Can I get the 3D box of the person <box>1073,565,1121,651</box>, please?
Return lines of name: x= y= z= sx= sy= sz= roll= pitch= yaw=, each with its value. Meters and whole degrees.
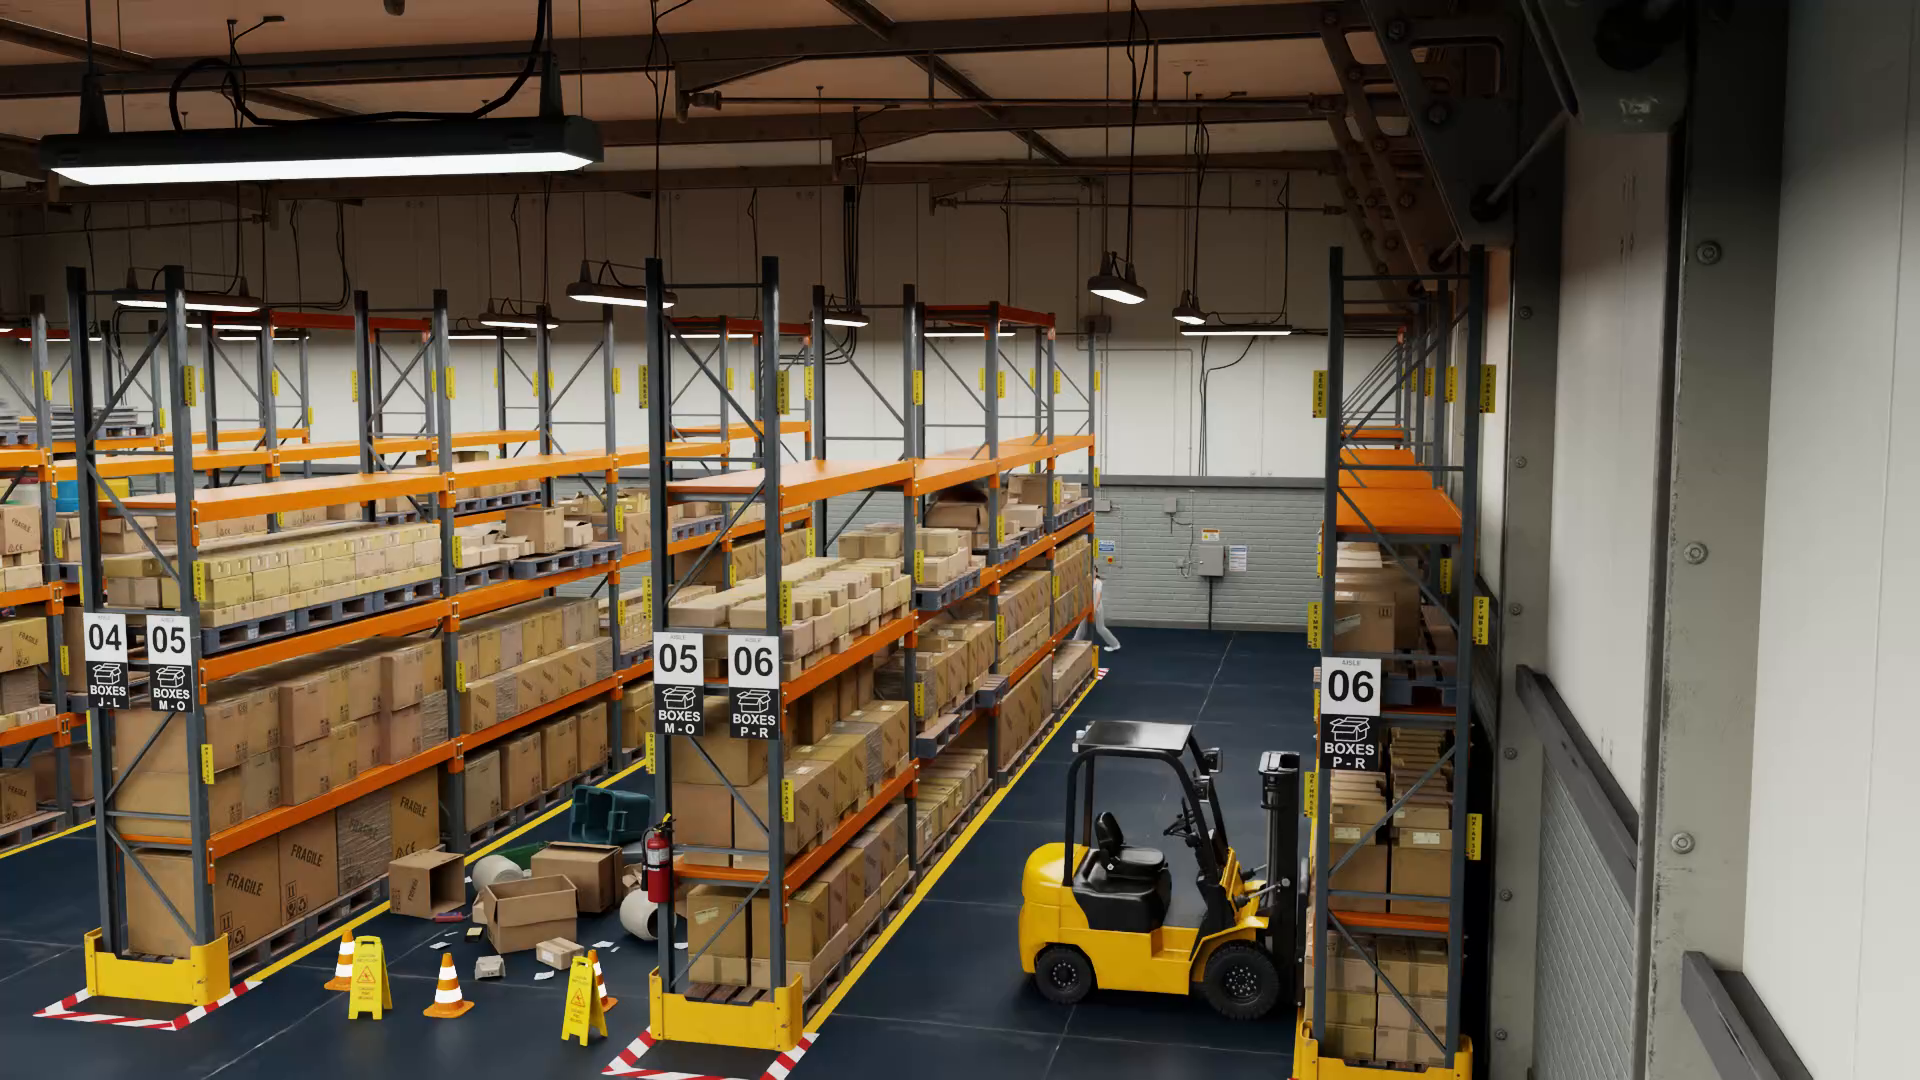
person: x=2.445 y=1.272 z=30.658 sx=1.002 sy=1.624 sz=0.501 roll=-1 pitch=6 yaw=-7
